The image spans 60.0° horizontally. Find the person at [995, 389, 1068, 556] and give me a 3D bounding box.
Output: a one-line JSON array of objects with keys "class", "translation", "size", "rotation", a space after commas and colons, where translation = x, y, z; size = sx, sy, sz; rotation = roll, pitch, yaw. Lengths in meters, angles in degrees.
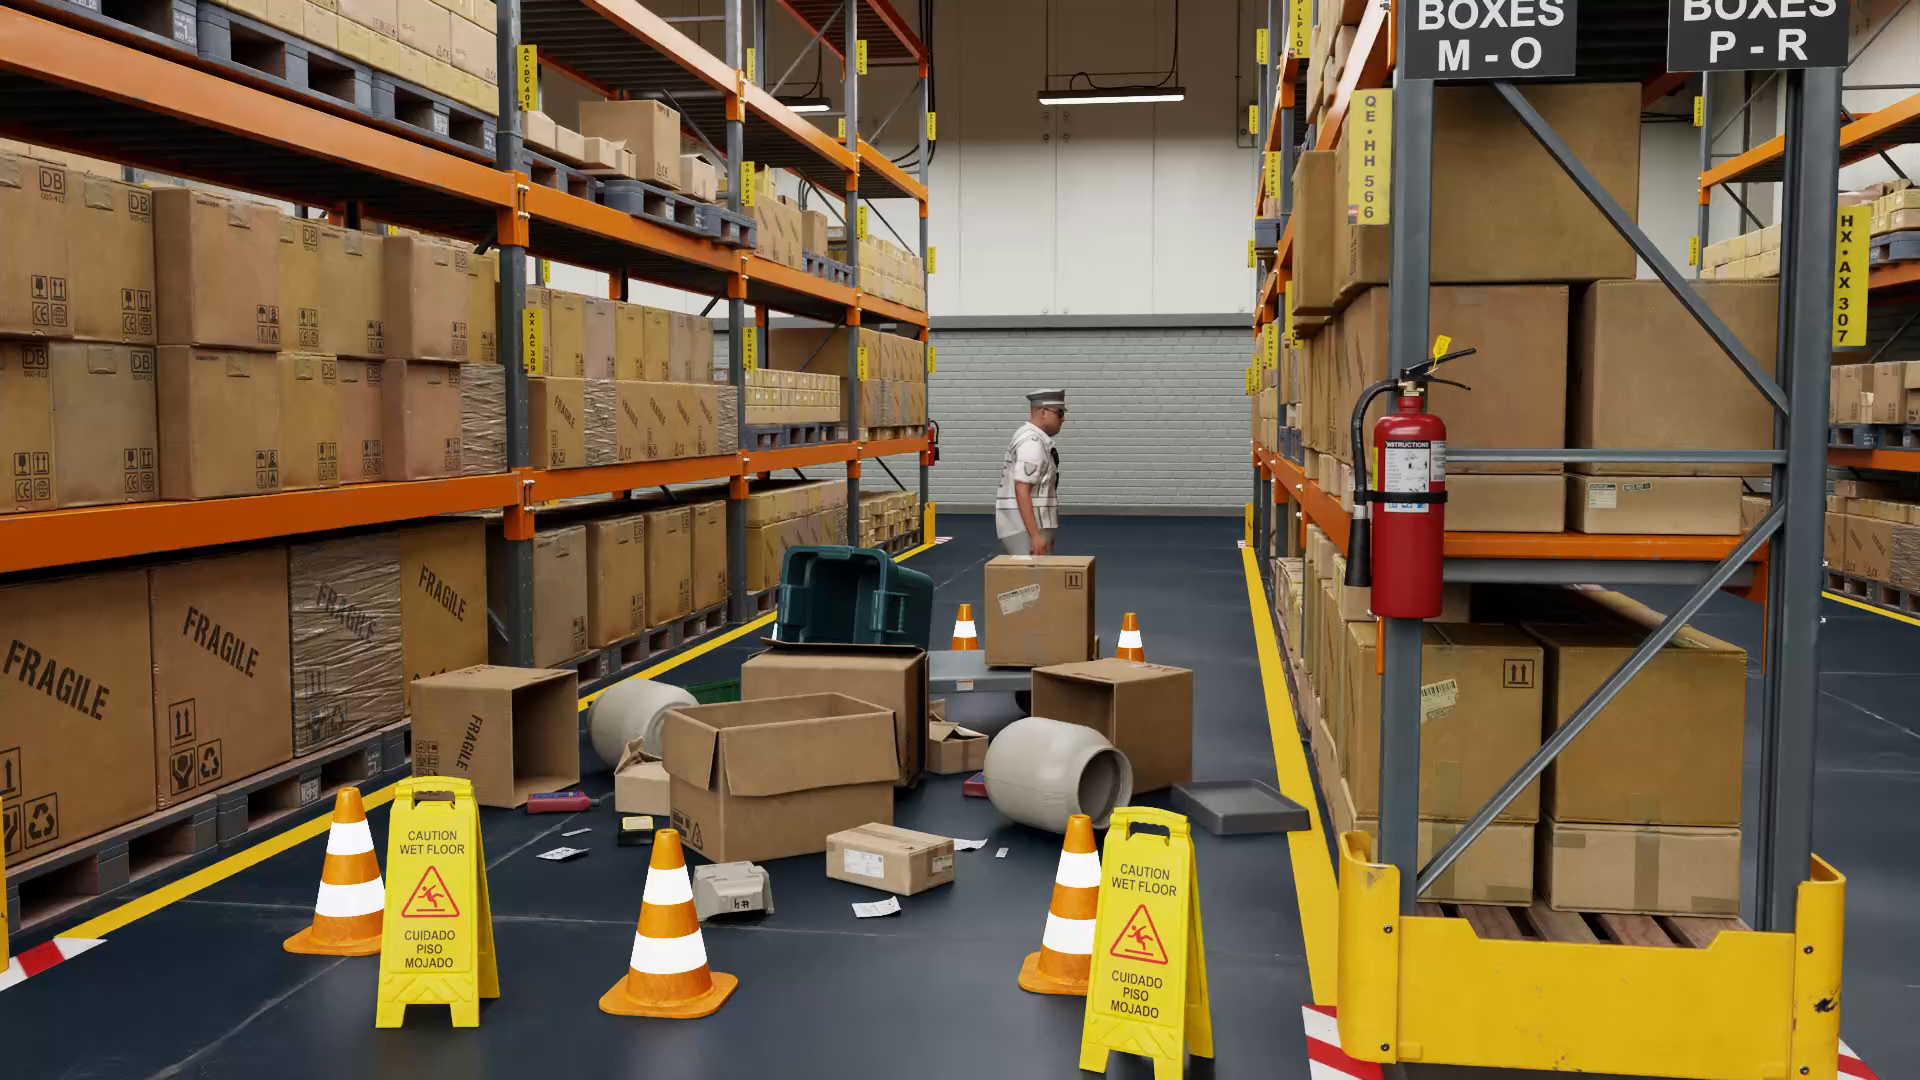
[{"class": "person", "translation": [0.438, -0.034, 10.024], "size": [0.436, 1.748, 0.587], "rotation": [1, 4, 9]}]
